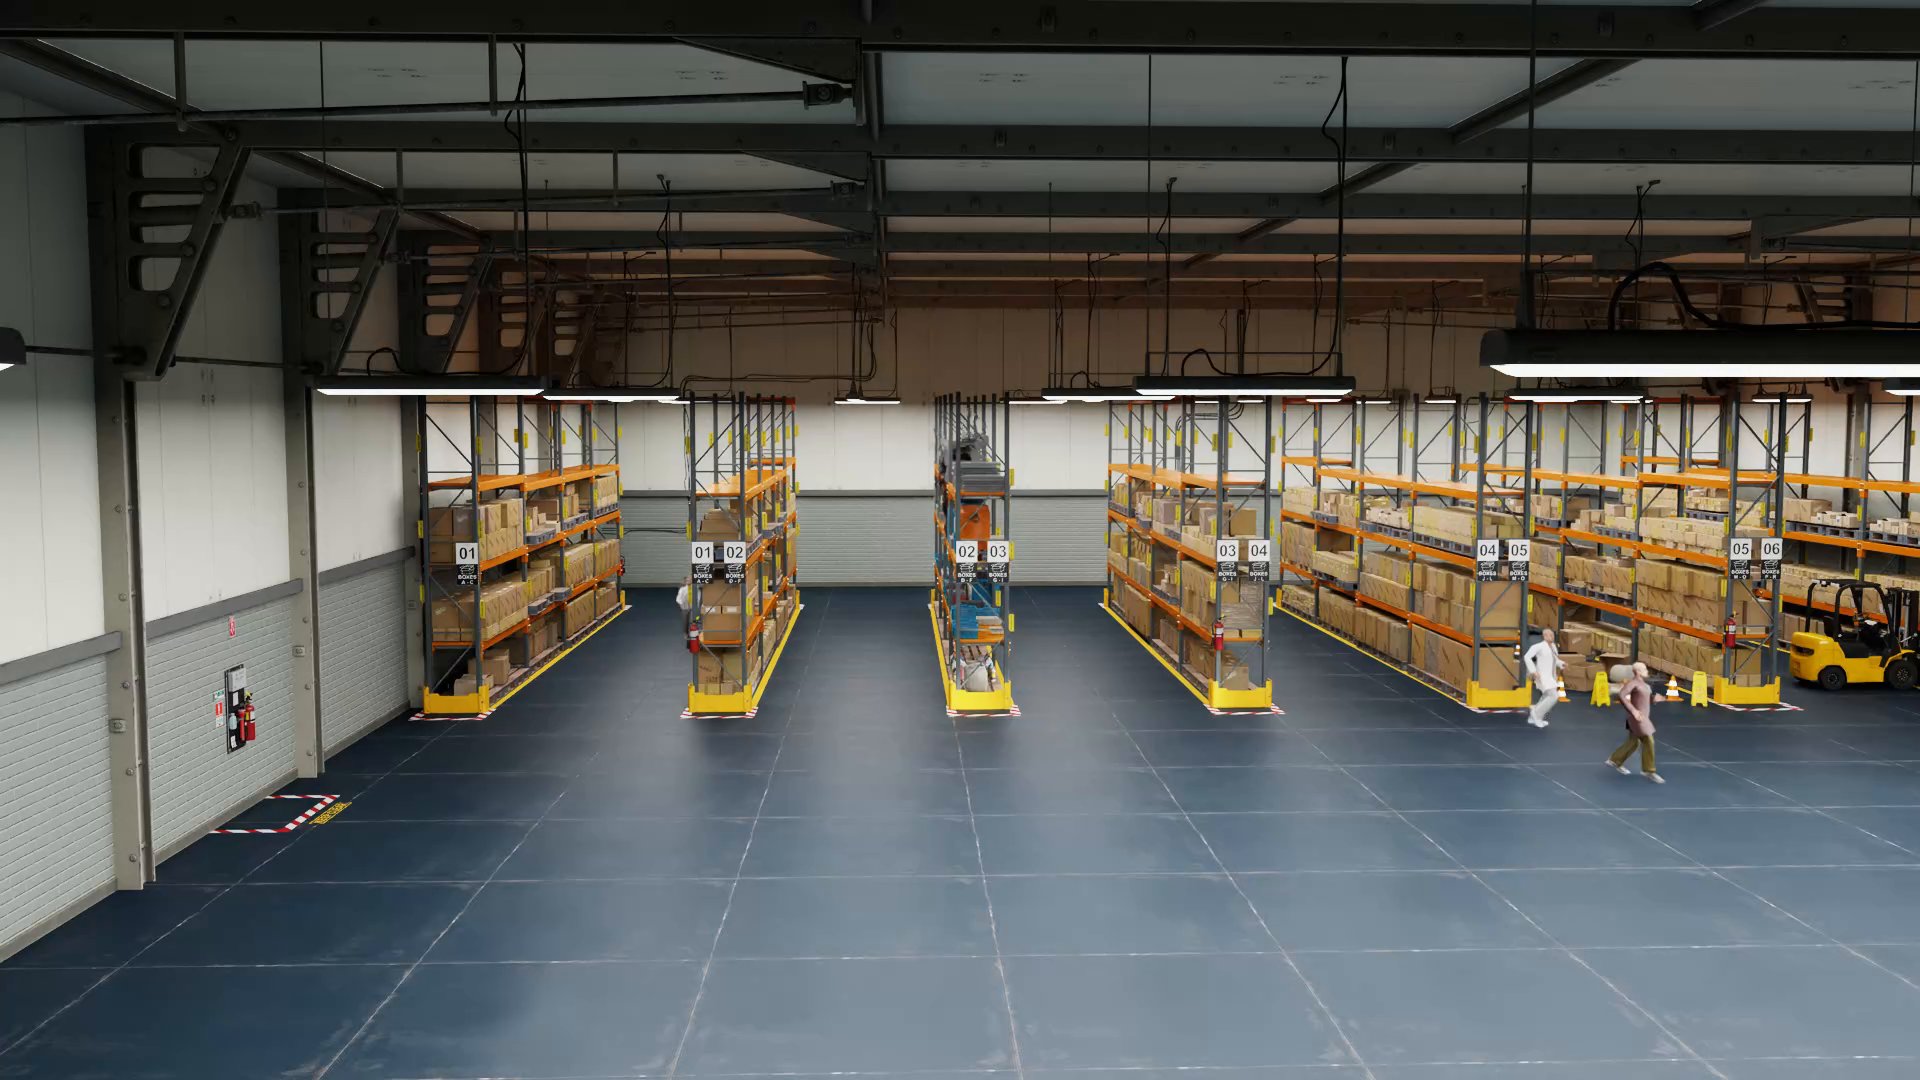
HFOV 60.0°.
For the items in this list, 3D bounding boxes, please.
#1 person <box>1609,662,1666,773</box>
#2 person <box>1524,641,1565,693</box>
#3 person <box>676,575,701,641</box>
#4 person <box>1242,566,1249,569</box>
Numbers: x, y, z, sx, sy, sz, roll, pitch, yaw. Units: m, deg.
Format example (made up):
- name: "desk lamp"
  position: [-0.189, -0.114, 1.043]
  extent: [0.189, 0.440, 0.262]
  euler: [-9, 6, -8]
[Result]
- name: "person"
  position: [10.398, 2.710, 25.539]
  extent: [0.792, 1.677, 0.694]
  euler: [2, 5, 28]
- name: "person"
  position: [10.471, 2.262, 29.667]
  extent: [0.709, 0.943, 0.559]
  euler: [-4, 6, -44]
- name: "person"
  position: [-6.545, 1.636, 40.070]
  extent: [0.570, 1.602, 0.816]
  euler: [-1, 5, -12]
- name: "person"
  position: [7.902, 1.235, 47.411]
  extent: [0.679, 1.507, 0.685]
  euler: [1, 5, 8]
